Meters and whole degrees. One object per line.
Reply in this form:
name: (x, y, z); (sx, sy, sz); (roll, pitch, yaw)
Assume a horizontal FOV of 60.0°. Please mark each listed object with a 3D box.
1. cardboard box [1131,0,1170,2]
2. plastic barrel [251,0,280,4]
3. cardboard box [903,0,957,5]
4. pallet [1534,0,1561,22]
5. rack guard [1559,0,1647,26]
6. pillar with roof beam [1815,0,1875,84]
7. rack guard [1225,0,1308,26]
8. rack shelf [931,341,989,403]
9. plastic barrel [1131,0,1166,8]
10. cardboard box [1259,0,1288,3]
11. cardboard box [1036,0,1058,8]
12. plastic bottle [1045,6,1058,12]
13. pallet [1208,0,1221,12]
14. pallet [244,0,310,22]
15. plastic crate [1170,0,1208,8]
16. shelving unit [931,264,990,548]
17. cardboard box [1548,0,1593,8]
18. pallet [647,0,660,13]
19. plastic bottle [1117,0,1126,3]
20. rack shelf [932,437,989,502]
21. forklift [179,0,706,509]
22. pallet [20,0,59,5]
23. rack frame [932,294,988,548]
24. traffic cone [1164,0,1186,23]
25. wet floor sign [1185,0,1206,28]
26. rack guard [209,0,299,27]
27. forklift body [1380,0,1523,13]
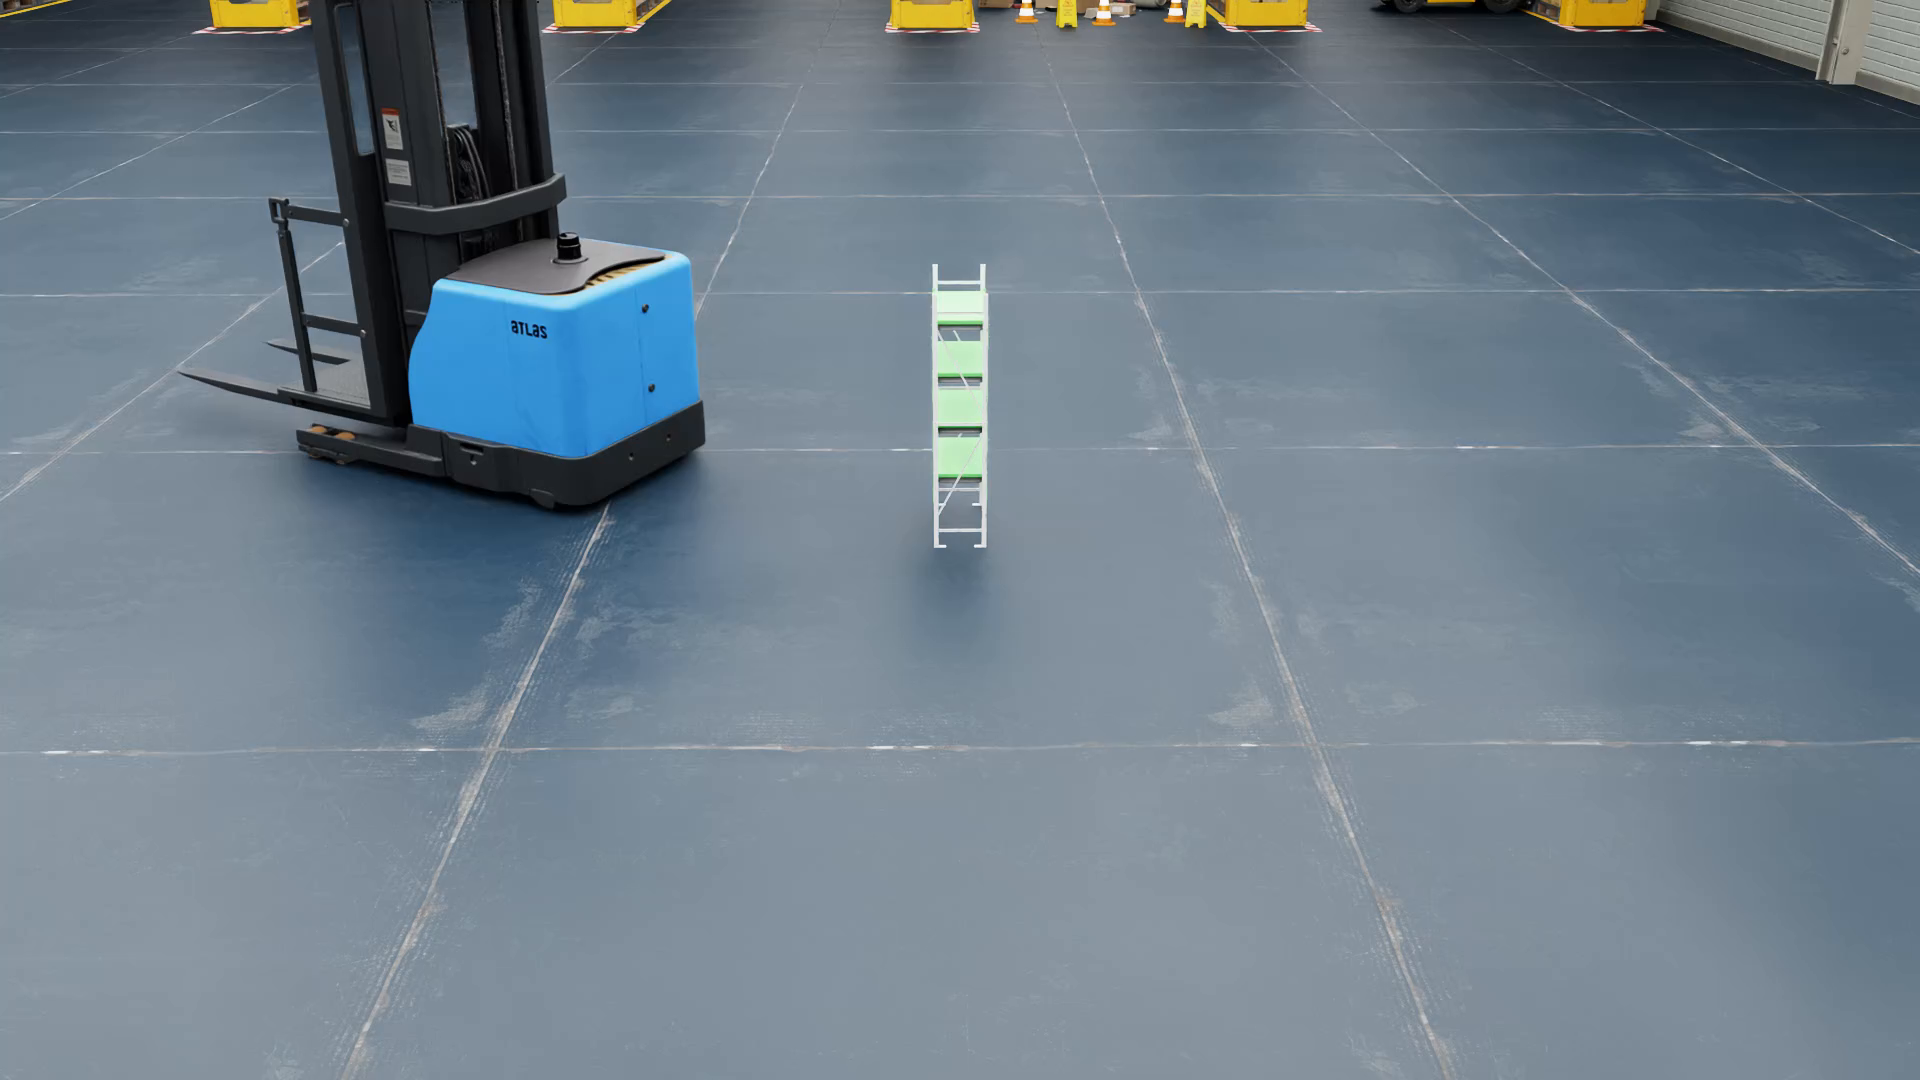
cardboard box: (3.141, -9.060, 27.172); (0.500, 0.500, 0.500); (19, 30, 35)
plastic barrel: (-10.412, -8.259, 24.880); (0.421, 0.512, 0.421); (0, 24, 0)
cardboard box: (-0.488, -8.436, 24.830); (0.875, 0.875, 0.875); (0, 24, 0)
pallet: (9.447, -8.065, 25.327); (1.003, 0.211, 1.213); (0, 24, -1)
rack guard: (9.498, -7.872, 24.549); (1.175, 0.500, 0.348); (0, 24, -1)
pillar with roof beam: (6.152, -9.554, 17.954); (9.100, 9.000, 0.400); (0, 24, -1)
rack guard: (4.533, -7.890, 24.587); (1.175, 0.500, 0.348); (0, 24, -1)
rack shelf: (-0.002, -0.775, 7.581); (0.258, 0.148, 0.480); (0, 24, -1)
plastic barrel: (2.998, -8.668, 26.401); (0.512, 0.421, 0.421); (19, 30, 35)
cardboard box: (4.802, -8.269, 25.221); (0.500, 0.250, 0.500); (0, 24, -1)
cardboard box: (1.402, -8.636, 26.522); (0.396, 0.266, 0.258); (4, 25, 9)
plastic bottle: (1.427, -8.359, 26.157); (0.133, 0.061, 0.283); (-9, 26, -19)
pallet: (4.549, -8.594, 26.496); (1.003, 0.211, 1.213); (0, 24, -1)
pallet: (-10.379, -8.026, 25.239); (1.003, 0.211, 1.213); (0, 24, -1)
plastic crate: (3.688, -8.665, 26.811); (0.402, 0.080, 0.583); (-9, 26, -19)
shelving unit: (-0.002, -0.615, 7.654); (0.258, 1.200, 0.503); (0, 24, -1)
cardboard box: (9.176, -8.152, 24.961); (0.500, 0.250, 0.500); (0, 24, 0)
pallet: (-5.360, -8.550, 26.398); (1.003, 0.211, 1.213); (0, 24, -1)
plastic bottle: (2.629, -8.766, 27.059); (0.133, 0.061, 0.283); (4, 25, 9)
rack shelf: (-0.002, -0.338, 7.779); (0.258, 0.148, 0.480); (0, 24, -1)
forklift: (-2.877, -1.902, 8.399); (3.031, 2.935, 1.130); (12, 27, 25)
pallet: (-15.358, -8.960, 27.304); (1.003, 0.211, 1.213); (0, 24, -1)
rack frame: (0.001, -0.514, 7.431); (0.240, 1.200, 0.015); (0, 24, -1)
traffic cone: (3.239, -8.013, 24.905); (0.336, 0.463, 0.334); (0, 24, -1)
wet floor sign: (3.466, -7.841, 24.305); (0.267, 0.644, 0.232); (8, 26, 18)
rack guard: (-10.376, -7.823, 24.439); (1.175, 0.500, 0.348); (0, 24, -1)
forklift body: (7.652, -9.407, 25.940); (2.313, 2.155, 1.214); (0, 24, -1)
